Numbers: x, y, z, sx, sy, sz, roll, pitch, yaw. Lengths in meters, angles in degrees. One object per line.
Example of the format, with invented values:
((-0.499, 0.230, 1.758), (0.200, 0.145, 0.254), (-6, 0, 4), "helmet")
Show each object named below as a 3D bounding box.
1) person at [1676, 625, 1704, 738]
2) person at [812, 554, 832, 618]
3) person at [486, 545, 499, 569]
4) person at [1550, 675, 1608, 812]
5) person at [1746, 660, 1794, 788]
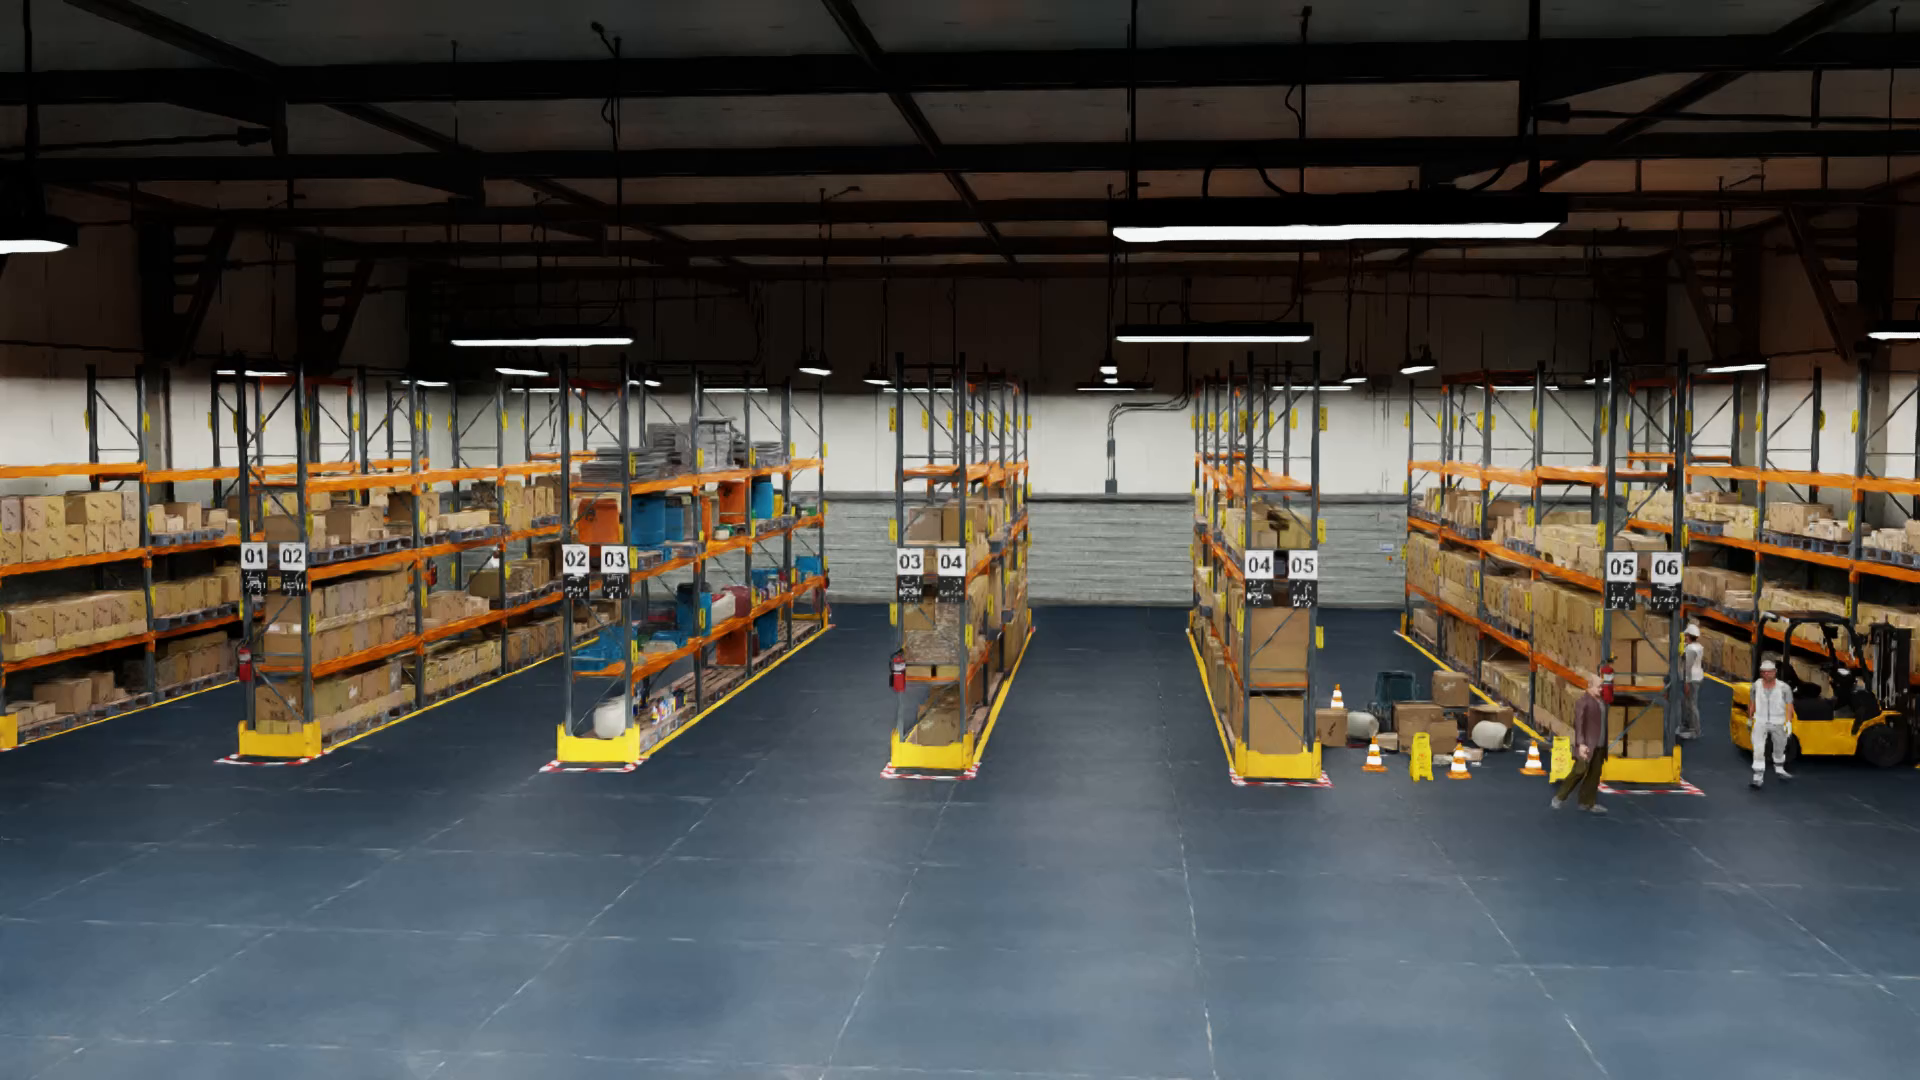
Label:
((11.546, 2.229, 26.399), (0.494, 1.775, 0.578), (3, 5, 36), "person")
((-3.514, 1.183, 42.162), (0.510, 1.657, 0.552), (4, 5, 41), "person")
((-12.033, 1.019, 43.386), (0.576, 1.770, 0.738), (4, 6, 44), "person")
((7.948, 2.604, 21.317), (0.791, 1.770, 0.521), (-3, 5, -34), "person")
((11.142, 2.512, 22.886), (0.605, 1.753, 0.991), (2, 5, 31), "person")
